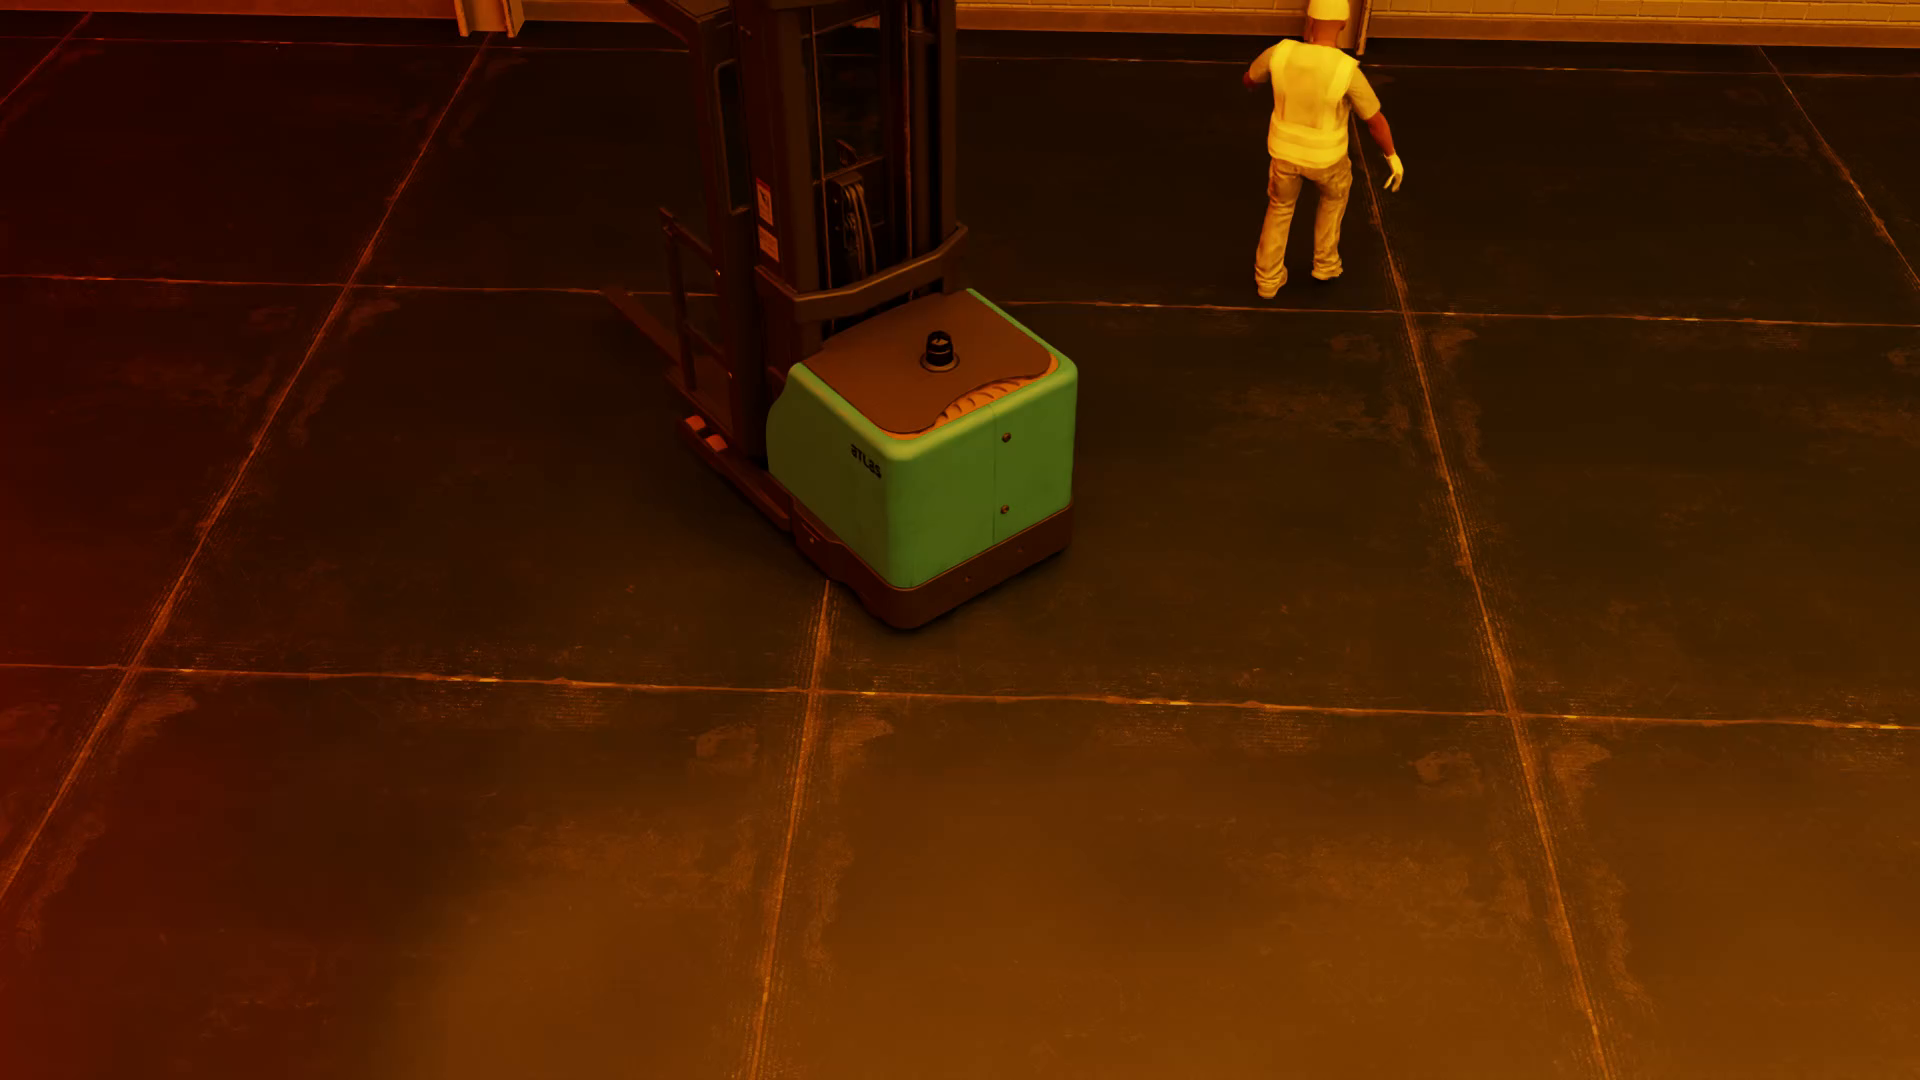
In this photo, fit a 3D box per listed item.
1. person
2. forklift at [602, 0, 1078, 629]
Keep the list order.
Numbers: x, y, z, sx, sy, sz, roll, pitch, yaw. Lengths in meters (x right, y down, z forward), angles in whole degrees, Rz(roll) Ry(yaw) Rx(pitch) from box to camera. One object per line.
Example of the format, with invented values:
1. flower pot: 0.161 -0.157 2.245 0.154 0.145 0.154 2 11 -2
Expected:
1. person: 1.933 -2.135 8.990 1.026 1.807 0.583 23 47 23
2. forklift: -0.771 -1.627 7.525 1.130 2.935 3.031 -28 49 -27
